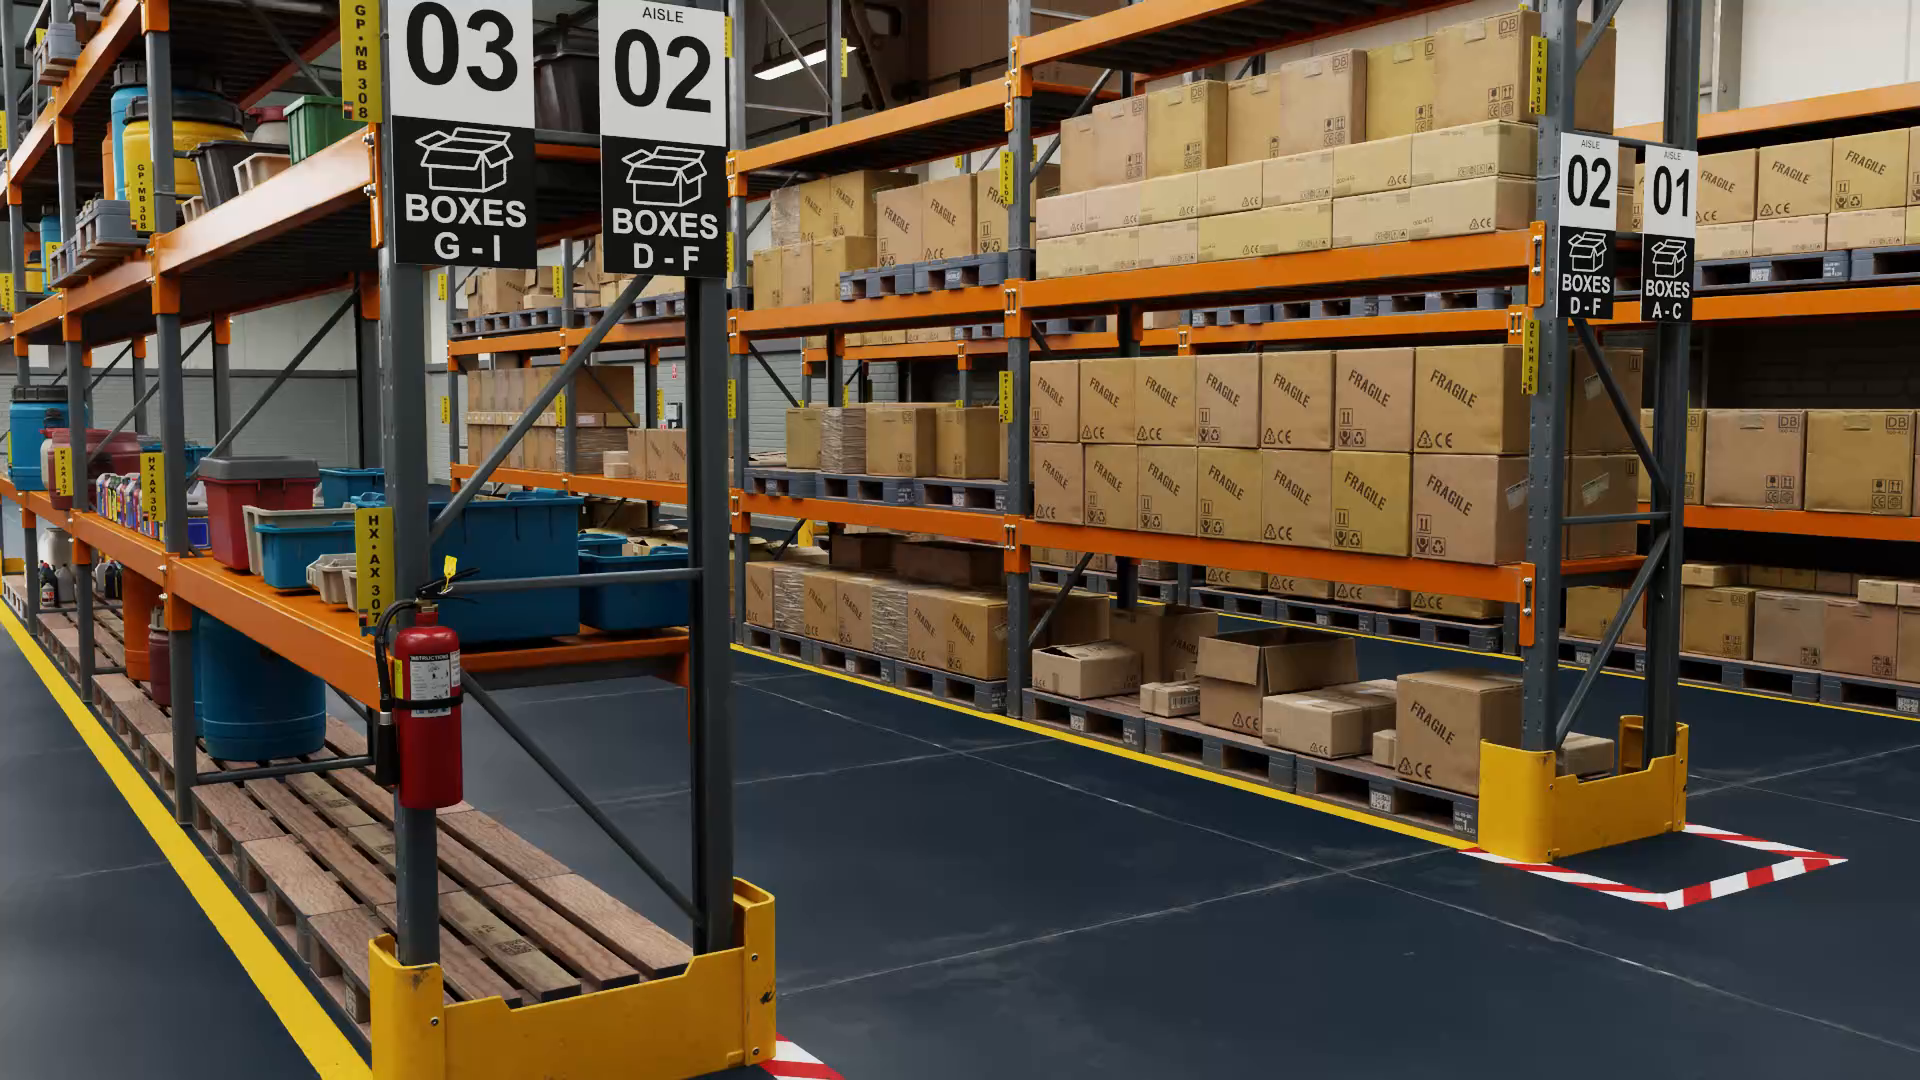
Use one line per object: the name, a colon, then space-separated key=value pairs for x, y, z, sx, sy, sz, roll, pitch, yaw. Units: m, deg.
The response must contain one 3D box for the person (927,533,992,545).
person: x=0.061 y=-0.001 z=15.923 sx=0.779 sy=1.495 sz=0.477 roll=-3 pitch=6 yaw=-35
